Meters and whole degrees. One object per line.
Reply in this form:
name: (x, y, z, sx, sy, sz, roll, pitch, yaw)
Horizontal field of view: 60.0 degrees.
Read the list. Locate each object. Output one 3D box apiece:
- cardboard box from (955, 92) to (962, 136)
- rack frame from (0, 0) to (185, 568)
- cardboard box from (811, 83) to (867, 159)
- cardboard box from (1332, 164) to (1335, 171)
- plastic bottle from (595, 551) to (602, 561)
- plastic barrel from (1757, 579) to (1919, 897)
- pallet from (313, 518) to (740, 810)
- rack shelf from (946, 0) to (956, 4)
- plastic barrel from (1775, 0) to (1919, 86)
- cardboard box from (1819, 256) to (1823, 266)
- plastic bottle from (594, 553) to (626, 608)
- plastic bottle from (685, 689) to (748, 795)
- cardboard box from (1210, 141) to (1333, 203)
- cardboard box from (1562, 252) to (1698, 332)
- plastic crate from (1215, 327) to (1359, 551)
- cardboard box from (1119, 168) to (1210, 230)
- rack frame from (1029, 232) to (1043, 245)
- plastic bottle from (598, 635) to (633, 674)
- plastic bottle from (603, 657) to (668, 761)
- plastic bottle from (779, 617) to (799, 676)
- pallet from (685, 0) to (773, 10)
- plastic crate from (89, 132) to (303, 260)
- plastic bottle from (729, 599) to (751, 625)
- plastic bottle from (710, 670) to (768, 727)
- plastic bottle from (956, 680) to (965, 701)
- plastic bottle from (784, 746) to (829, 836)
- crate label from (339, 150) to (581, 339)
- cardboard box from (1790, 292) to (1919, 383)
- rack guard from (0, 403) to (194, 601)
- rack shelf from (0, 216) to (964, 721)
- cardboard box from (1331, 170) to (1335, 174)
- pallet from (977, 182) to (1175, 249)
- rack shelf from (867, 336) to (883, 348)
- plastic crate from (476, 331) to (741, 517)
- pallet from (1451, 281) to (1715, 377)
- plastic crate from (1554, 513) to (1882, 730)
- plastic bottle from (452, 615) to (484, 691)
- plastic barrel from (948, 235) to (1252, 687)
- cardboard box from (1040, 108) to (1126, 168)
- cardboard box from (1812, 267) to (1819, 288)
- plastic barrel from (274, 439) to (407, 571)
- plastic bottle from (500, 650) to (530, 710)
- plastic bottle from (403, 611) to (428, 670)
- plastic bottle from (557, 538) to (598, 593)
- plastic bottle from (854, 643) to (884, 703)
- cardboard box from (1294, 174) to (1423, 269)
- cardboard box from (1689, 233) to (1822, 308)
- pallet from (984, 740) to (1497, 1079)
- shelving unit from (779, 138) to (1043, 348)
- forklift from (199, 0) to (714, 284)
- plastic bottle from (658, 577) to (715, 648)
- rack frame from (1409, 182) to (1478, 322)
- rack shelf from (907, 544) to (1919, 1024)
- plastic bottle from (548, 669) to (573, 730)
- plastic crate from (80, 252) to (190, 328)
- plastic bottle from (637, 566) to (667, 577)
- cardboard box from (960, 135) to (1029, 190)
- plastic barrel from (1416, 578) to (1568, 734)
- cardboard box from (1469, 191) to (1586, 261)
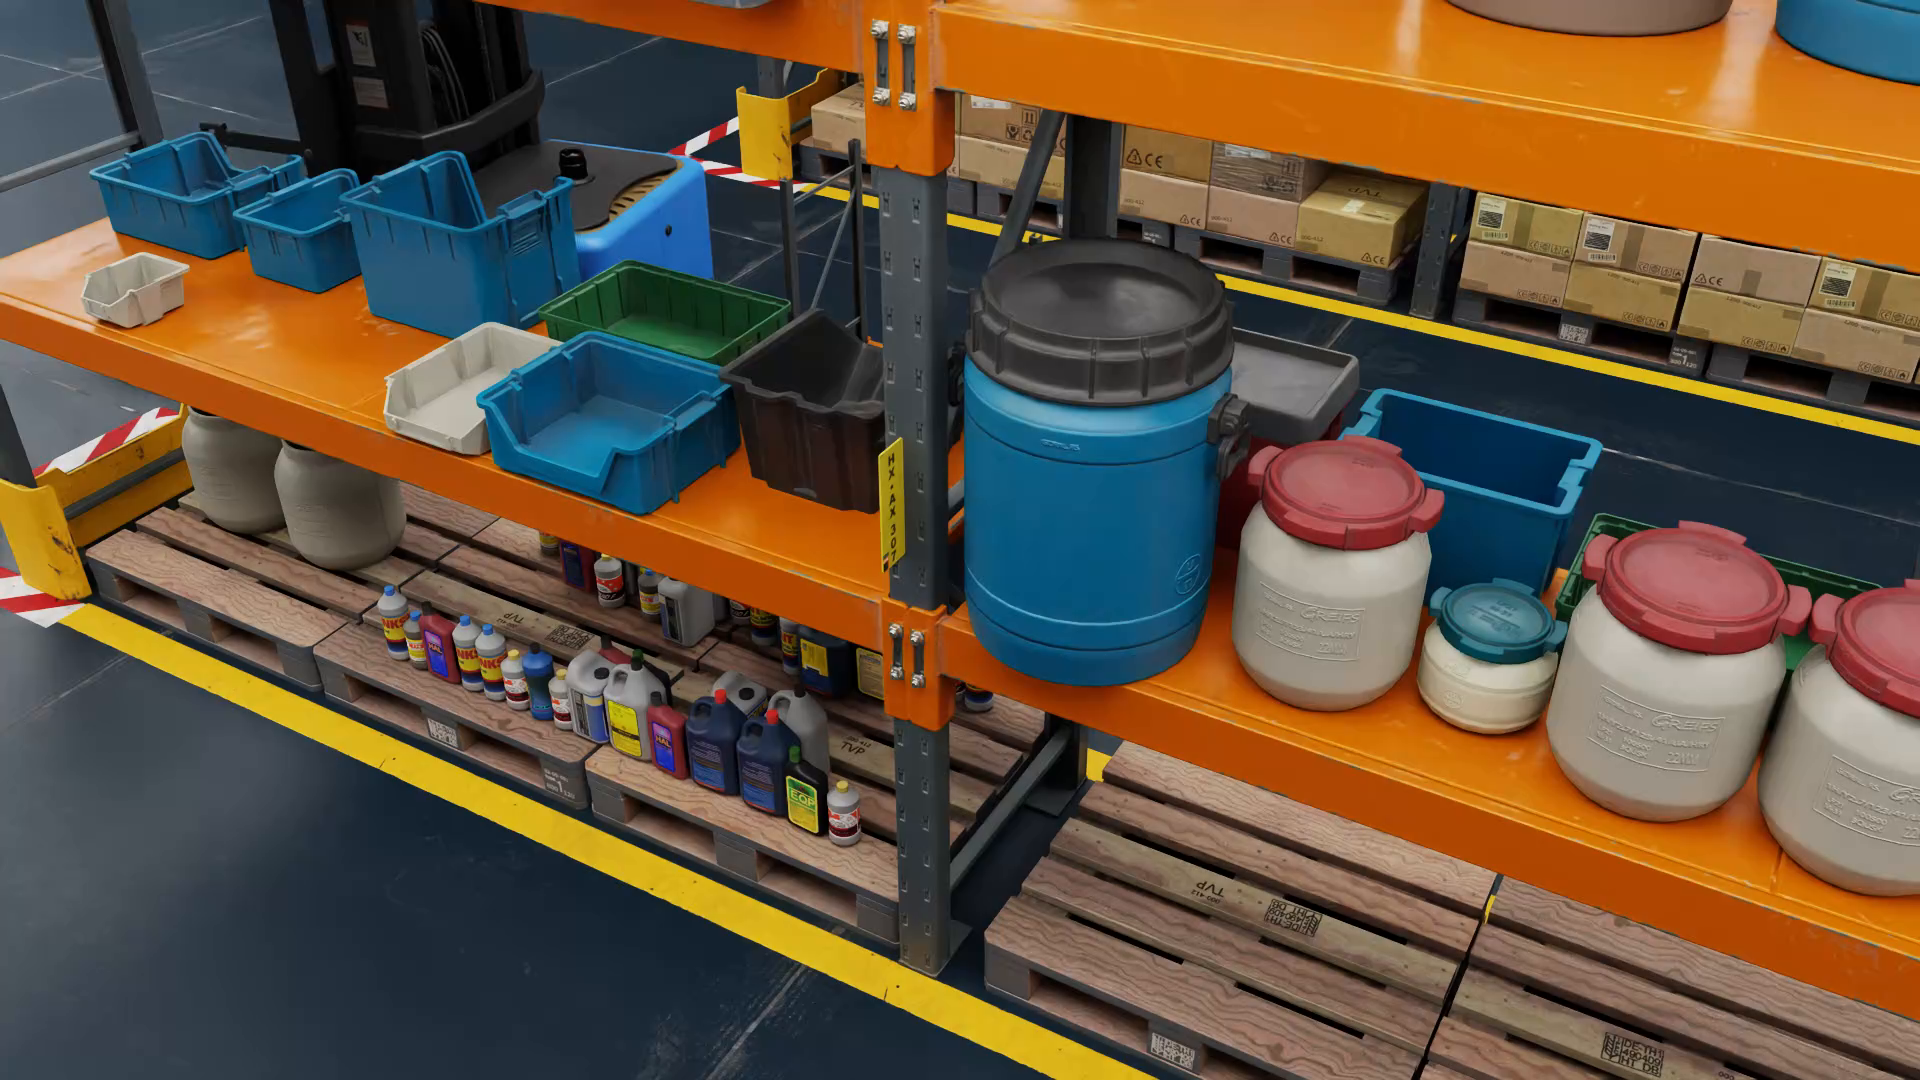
cardboard box: (-0.099, -2.660, 9.464, 0.500, 0.500, 0.500, 18, 37, 24)
rack frame: (-3.350, -1.326, 6.035, 0.127, 3.000, 1.000, 18, 37, 24)
cardboard box: (-0.534, -2.485, 9.877, 0.500, 0.250, 0.500, 18, 37, 24)
cardboard box: (1.899, -2.363, 9.018, 0.500, 0.500, 0.500, 18, 37, 24)
plastic bottle: (-1.333, 0.001, 6.103, 0.135, 0.276, 0.152, 18, 38, 25)
plastic barrel: (1.857, 0.407, 3.311, 0.433, 0.535, 0.433, 0, 34, 0)
pallet: (-1.503, 0.395, 5.967, 1.213, 0.211, 1.003, 18, 37, 24)
rack shelf: (0.847, -2.860, 8.987, 4.000, 0.370, 1.077, 18, 37, 24)
plastic barrel: (1.808, -1.288, 2.820, 0.708, 0.901, 0.600, 18, 37, 24)
cardboard box: (4.399, -1.481, 7.863, 0.500, 0.311, 0.500, 17, 37, 24)
plastic bottle: (-1.258, 0.135, 5.968, 0.097, 0.201, 0.097, 0, 34, 0)
plastic bottle: (-0.746, 0.602, 5.133, 0.185, 0.351, 0.144, 16, 37, 22)
cardboard box: (1.645, -2.117, 8.648, 0.500, 0.500, 0.500, 18, 37, 24)
cardboard box: (3.254, -1.268, 8.050, 0.500, 0.250, 0.500, 19, 38, 26)
plastic crate: (0.695, -0.267, 4.387, 0.583, 0.464, 0.402, 18, 37, 24)
cardboard box: (1.202, -1.934, 9.050, 0.500, 0.250, 0.500, 18, 37, 24)
rack frame: (0.367, -0.508, 6.160, 0.032, 1.500, 0.500, 18, 37, 24)
plastic bottle: (-1.113, 0.443, 5.432, 0.133, 0.283, 0.061, 18, 37, 24)
plastic bottle: (-1.026, 0.513, 5.266, 0.185, 0.351, 0.144, 17, 37, 24)
plastic bottle: (-0.558, 0.323, 5.624, 0.097, 0.271, 0.097, 0, 34, 0)
pallet: (-0.552, -1.548, 3.832, 1.003, 0.211, 1.213, 18, 37, 24)
plastic crate: (-2.767, -1.271, 6.086, 0.616, 0.251, 0.499, 18, 37, 24)
plastic bottle: (-0.770, 0.193, 5.882, 0.097, 0.201, 0.097, 0, 34, 0)
plastic bottle: (-0.694, 0.555, 5.271, 0.135, 0.276, 0.152, 18, 37, 24)
plastic bottle: (-0.024, 0.429, 5.528, 0.097, 0.201, 0.097, 0, 34, 0)
plastic bottle: (-0.458, 0.748, 4.975, 0.133, 0.283, 0.061, 20, 38, 27)
crate label: (-1.618, -0.965, 5.461, 0.616, 0.435, 0.502, 18, 37, 24)
cardboard box: (4.147, -0.986, 7.627, 0.500, 0.250, 0.500, 18, 38, 25)
rack guard: (-3.261, -0.288, 6.731, 0.348, 0.500, 1.175, 18, 37, 24)
rack shelf: (-1.613, -0.477, 5.409, 4.000, 0.370, 1.077, 18, 37, 24)
cardboard box: (1.900, -2.053, 9.228, 0.500, 0.250, 0.500, 18, 37, 24)
pallet: (0.851, -2.022, 9.596, 1.213, 0.211, 1.003, 18, 37, 24)
rack shelf: (-0.074, -0.498, 6.469, 1.000, 0.185, 0.538, 18, 37, 24)
plastic crate: (-0.973, -0.338, 4.686, 0.616, 0.251, 0.499, 18, 37, 24)
pallet: (3.243, -1.264, 8.458, 1.213, 0.211, 1.003, 18, 37, 24)
plastic crate: (1.775, 0.205, 3.927, 0.662, 0.188, 0.450, 18, 37, 24)
plastic bottle: (-1.633, 0.369, 5.554, 0.097, 0.271, 0.097, 0, 34, 0)
plastic barrel: (0.308, -0.183, 3.866, 0.708, 0.901, 0.600, 18, 37, 24)
cardboard box: (0.767, -2.383, 9.048, 0.500, 0.500, 0.500, 18, 37, 24)
cardboard box: (3.971, -1.384, 8.224, 0.500, 0.250, 0.500, 18, 38, 25)
plastic barrel: (-2.305, -0.184, 6.185, 0.421, 0.512, 0.421, 0, 34, 0)
plastic bottle: (-1.460, 0.453, 5.491, 0.097, 0.201, 0.097, 0, 34, 0)
plastic bottle: (-1.841, 0.332, 5.672, 0.097, 0.201, 0.097, 0, 34, 0)
plastic bottle: (-1.385, 0.049, 6.024, 0.133, 0.283, 0.061, 18, 37, 24)
plastic bottle: (-0.283, 0.398, 5.499, 0.133, 0.283, 0.061, 18, 37, 24)
cardboard box: (2.073, -1.662, 8.641, 0.500, 0.250, 0.500, 18, 37, 24)
cardboard box: (3.701, -1.357, 7.678, 0.500, 0.311, 0.500, 16, 37, 23)
pallet: (0.824, 1.132, 4.860, 1.213, 0.211, 1.003, 18, 37, 24)
shelving unit: (-0.066, -0.645, 6.366, 1.083, 1.500, 0.587, 18, 37, 24)
forklift: (-2.689, -2.031, 7.156, 3.031, 2.935, 1.130, 11, 35, 16)
plastic bottle: (-0.957, 0.212, 5.786, 0.135, 0.276, 0.152, 18, 37, 24)
rack frame: (2.584, -2.609, 7.962, 0.127, 3.000, 1.000, 18, 37, 24)
rack shelf: (1.859, 0.623, 3.757, 4.000, 0.370, 1.077, 18, 37, 24)
plastic bottle: (-1.282, 0.509, 5.406, 0.097, 0.201, 0.097, 0, 34, 0)
plastic crate: (-2.733, -0.816, 5.506, 0.250, 0.136, 0.298, 18, 37, 24)
plastic bottle: (-1.066, 0.052, 5.959, 0.185, 0.351, 0.144, 19, 38, 26)
cardboard box: (0.336, -2.211, 9.466, 0.500, 0.250, 0.500, 18, 37, 24)
plastic barrel: (1.196, 0.269, 3.764, 0.301, 0.262, 0.301, 0, 34, 0)
cardboard box: (2.819, -1.639, 8.101, 0.500, 0.311, 0.500, 18, 38, 25)
